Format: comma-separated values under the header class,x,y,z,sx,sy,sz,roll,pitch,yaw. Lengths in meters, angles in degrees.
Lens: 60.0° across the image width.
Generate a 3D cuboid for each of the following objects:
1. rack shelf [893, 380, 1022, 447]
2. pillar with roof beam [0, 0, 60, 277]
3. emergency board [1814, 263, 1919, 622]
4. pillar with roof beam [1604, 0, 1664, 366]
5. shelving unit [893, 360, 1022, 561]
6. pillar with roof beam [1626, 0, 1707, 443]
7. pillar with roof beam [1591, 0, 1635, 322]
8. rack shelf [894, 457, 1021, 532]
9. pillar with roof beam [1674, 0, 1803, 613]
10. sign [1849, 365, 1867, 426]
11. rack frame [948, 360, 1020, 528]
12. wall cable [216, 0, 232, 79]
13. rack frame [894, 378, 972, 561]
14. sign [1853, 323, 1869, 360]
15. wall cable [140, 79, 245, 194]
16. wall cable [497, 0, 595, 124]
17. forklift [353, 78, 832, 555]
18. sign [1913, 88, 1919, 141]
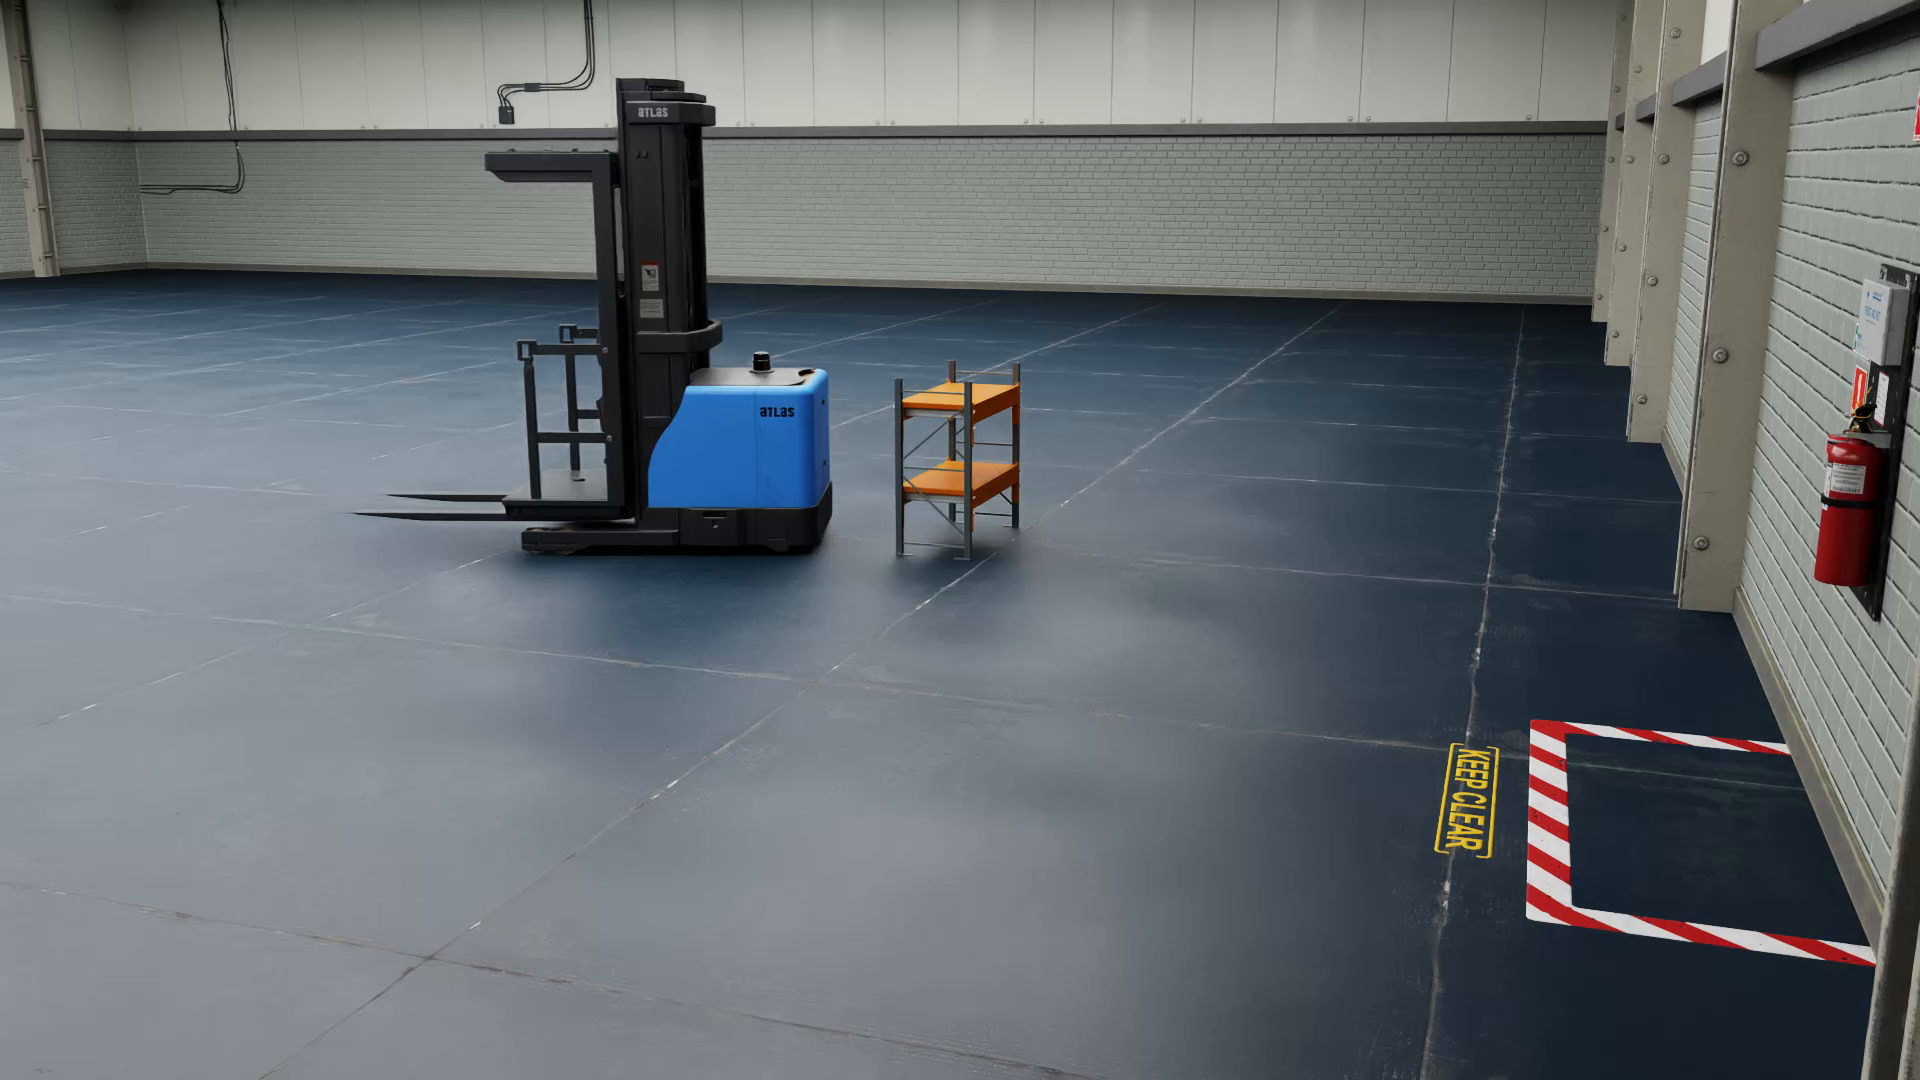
class,x,y,z,sx,sy,sz,roll,pitch,yaw
rack shelf,-0.002,-0.832,10.791,0.538,0.278,1.000,4,14,18
pillar with roof beam,-15.676,-9.781,33.620,9.100,9.000,0.400,4,14,18
emergency board,3.126,-0.363,5.837,0.194,1.169,0.643,4,14,18
pillar with roof beam,4.041,-6.870,20.865,9.100,9.000,0.400,4,14,18
shelving unit,-0.002,-0.547,10.857,0.538,1.125,1.048,4,14,18
pillar with roof beam,2.100,-5.607,15.330,9.100,9.000,0.400,4,14,18
pillar with roof beam,5.982,-8.133,26.400,9.100,9.000,0.400,4,14,18
rack shelf,-0.002,-0.309,10.911,0.538,0.278,1.000,4,14,18
pillar with roof beam,0.158,-4.343,9.795,9.100,9.000,0.400,4,14,18
sign,3.403,-0.489,6.311,0.001,0.329,0.234,4,14,18
rack frame,0.162,-0.654,11.325,0.500,1.125,0.032,4,14,18
wall cable,-14.986,-11.370,36.209,3.097,2.526,0.112,4,14,18
rack frame,-0.167,-0.440,10.388,0.500,1.125,0.032,4,14,18
sign,3.393,-0.747,6.250,0.001,0.109,0.331,4,14,18
wall cable,-17.545,-9.103,37.624,3.097,2.526,0.112,4,14,18
wall cable,-8.568,-11.588,33.891,2.305,6.003,0.169,4,14,18
forklift,-2.404,-1.450,10.756,3.031,2.935,1.130,0,13,2
sign,3.223,-1.488,5.555,0.001,0.298,0.199,4,14,18
